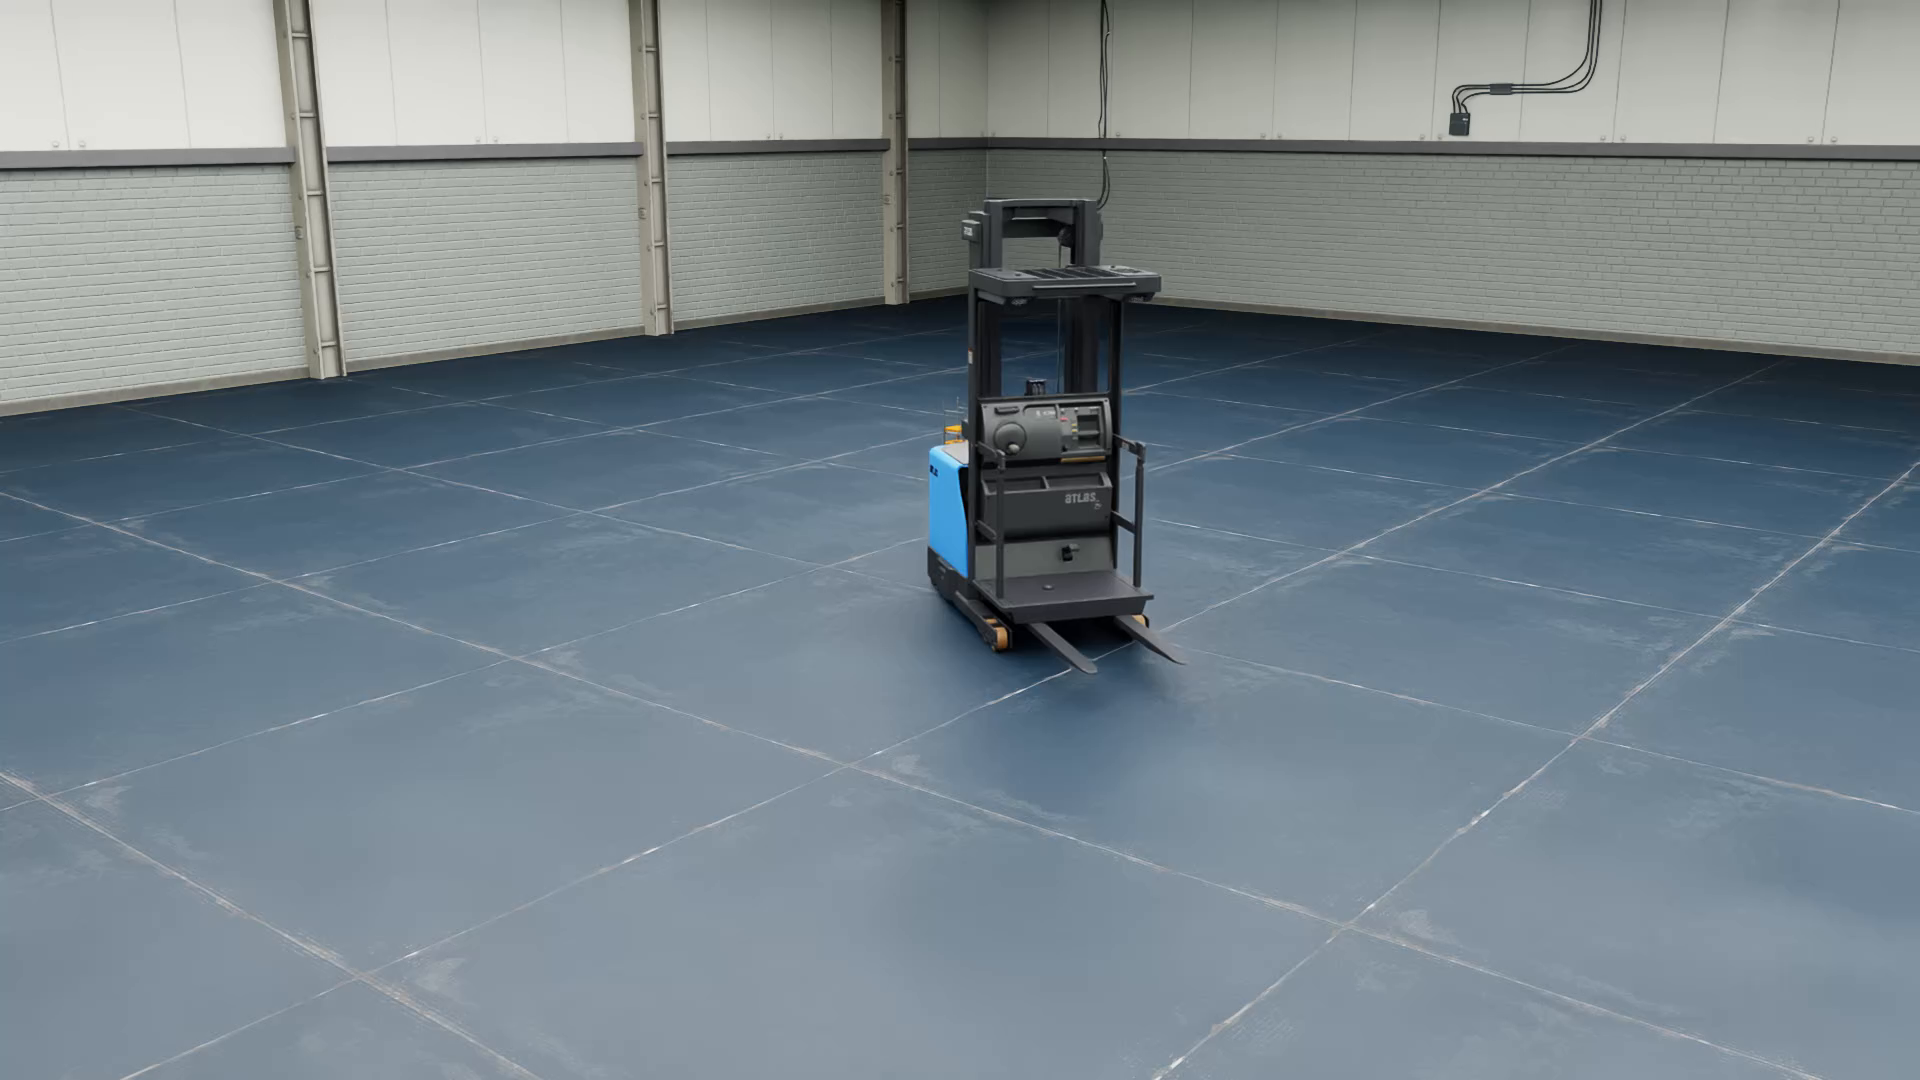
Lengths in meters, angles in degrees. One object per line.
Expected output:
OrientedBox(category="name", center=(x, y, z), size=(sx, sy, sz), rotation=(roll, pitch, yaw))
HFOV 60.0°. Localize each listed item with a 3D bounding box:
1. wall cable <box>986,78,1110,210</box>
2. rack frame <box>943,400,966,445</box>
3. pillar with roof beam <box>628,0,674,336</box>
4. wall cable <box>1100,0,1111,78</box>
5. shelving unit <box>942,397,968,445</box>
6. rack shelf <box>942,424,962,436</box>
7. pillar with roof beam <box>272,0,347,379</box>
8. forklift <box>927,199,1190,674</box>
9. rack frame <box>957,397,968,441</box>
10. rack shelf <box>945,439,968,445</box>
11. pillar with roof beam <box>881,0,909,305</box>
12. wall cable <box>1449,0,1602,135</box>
OrientedBox(category="wall cable", center=(1.659, -7.783, 32.790), size=(3.097, 2.526, 0.112), rotation=(11, 18, 38))
OrientedBox(category="rack frame", center=(-0.048, -0.567, 13.917), size=(0.240, 1.200, 0.006), rotation=(11, 18, 38))
OrientedBox(category="pillar with roof beam", center=(-1.643, -7.113, 23.847), size=(9.100, 9.000, 0.400), rotation=(11, 18, 38))
OrientedBox(category="wall cable", center=(3.764, -9.812, 30.520), size=(3.097, 2.526, 0.112), rotation=(11, 18, 38))
OrientedBox(category="shelving unit", center=(0.009, -0.584, 13.986), size=(0.258, 1.200, 0.189), rotation=(11, 18, 38))
OrientedBox(category="rack shelf", center=(0.009, -0.890, 13.908), size=(0.258, 0.103, 0.180), rotation=(11, 18, 38))
OrientedBox(category="pillar with roof beam", center=(-5.414, -5.964, 19.324), size=(9.100, 9.000, 0.400), rotation=(11, 18, 38))
OrientedBox(category="forklift", center=(0.662, -0.781, 11.244), size=(1.130, 2.935, 3.031), rotation=(-4, 15, -16))
OrientedBox(category="rack frame", center=(0.067, -0.602, 14.055), size=(0.240, 1.200, 0.006), rotation=(11, 18, 38))
OrientedBox(category="rack shelf", center=(0.009, -0.774, 13.938), size=(0.258, 0.103, 0.180), rotation=(11, 18, 38))
OrientedBox(category="pillar with roof beam", center=(2.128, -8.262, 28.370), size=(9.100, 9.000, 0.400), rotation=(11, 18, 38))
OrientedBox(category="wall cable", center=(9.034, -9.464, 26.194), size=(2.305, 6.003, 0.169), rotation=(11, 18, 38))
